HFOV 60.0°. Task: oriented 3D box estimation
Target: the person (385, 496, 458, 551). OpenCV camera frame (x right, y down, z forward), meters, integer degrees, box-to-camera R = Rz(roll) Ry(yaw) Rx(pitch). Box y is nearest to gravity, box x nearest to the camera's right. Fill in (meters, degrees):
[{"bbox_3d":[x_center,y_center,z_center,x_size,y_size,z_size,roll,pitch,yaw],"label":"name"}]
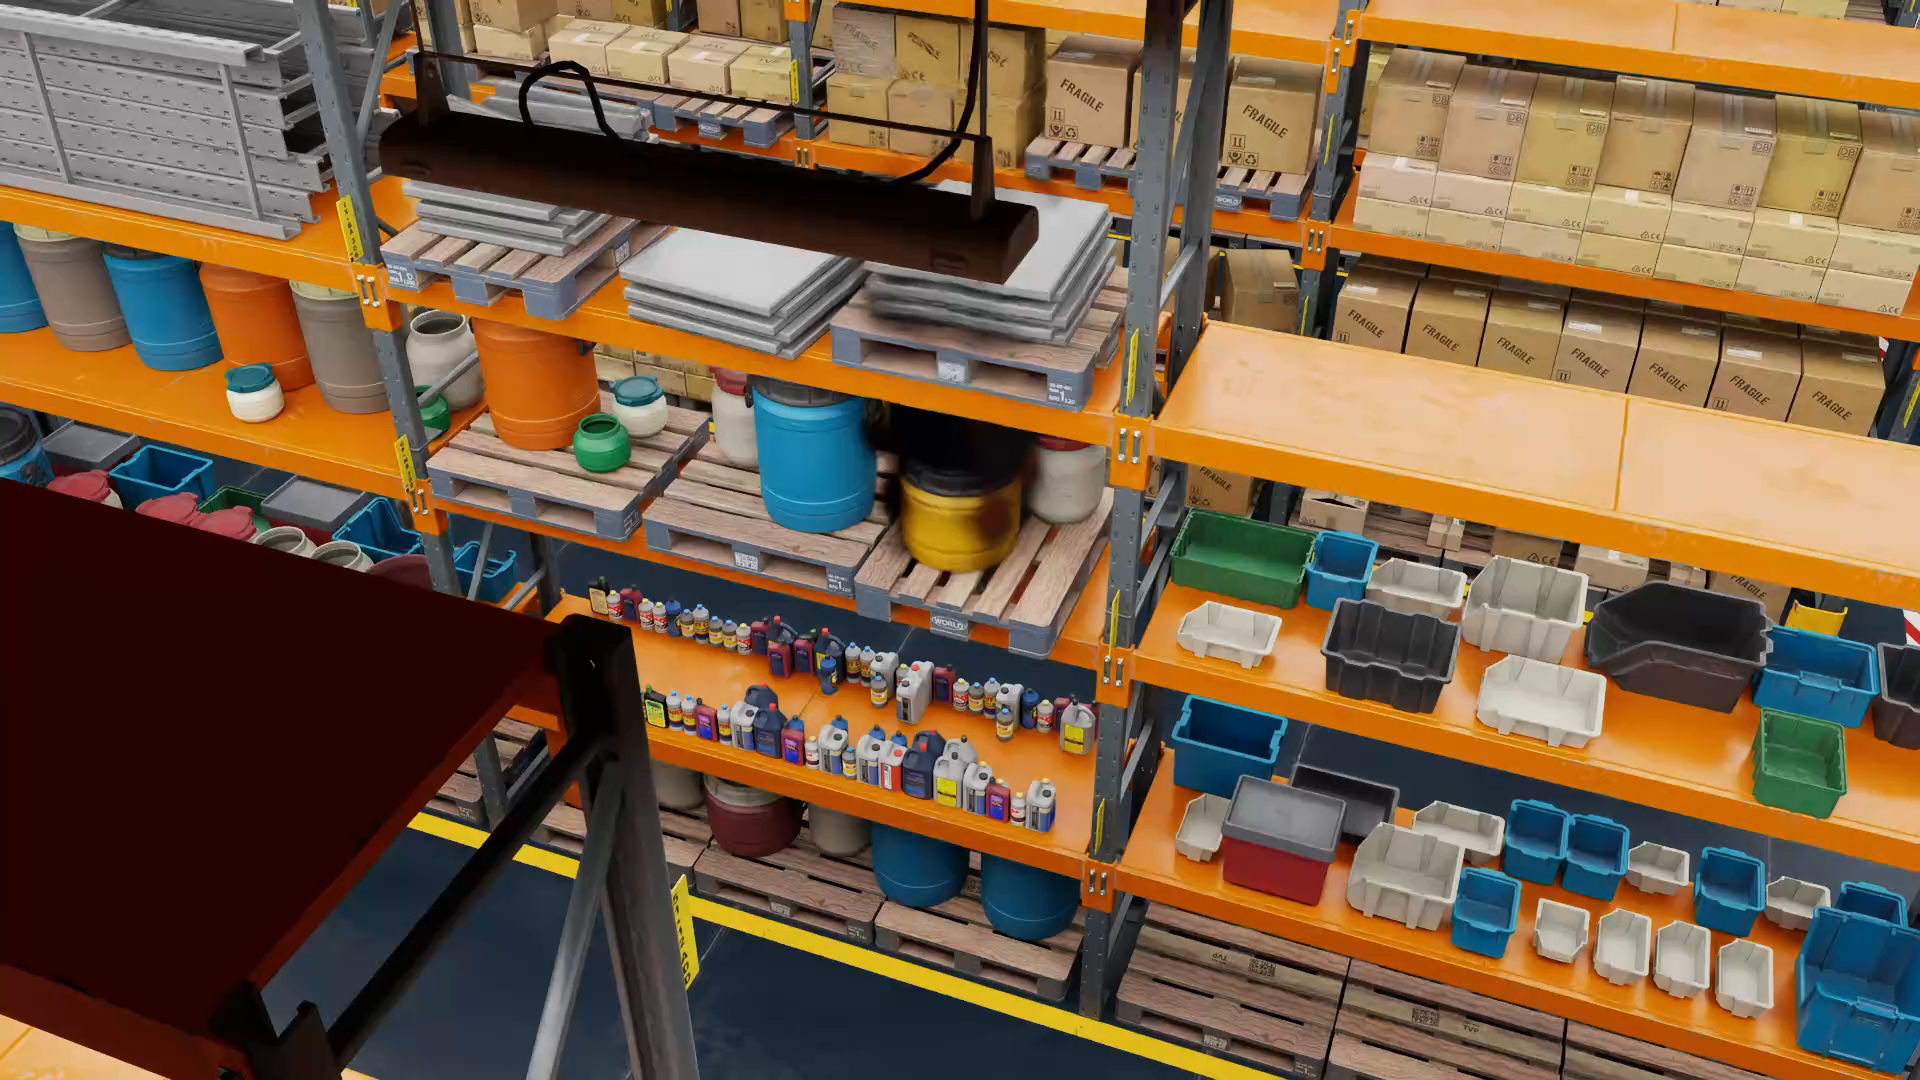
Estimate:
[{"bbox_3d":[-3.987,-0.261,12.440,0.659,1.602,0.555,19,40,24],"label":"person"}]
